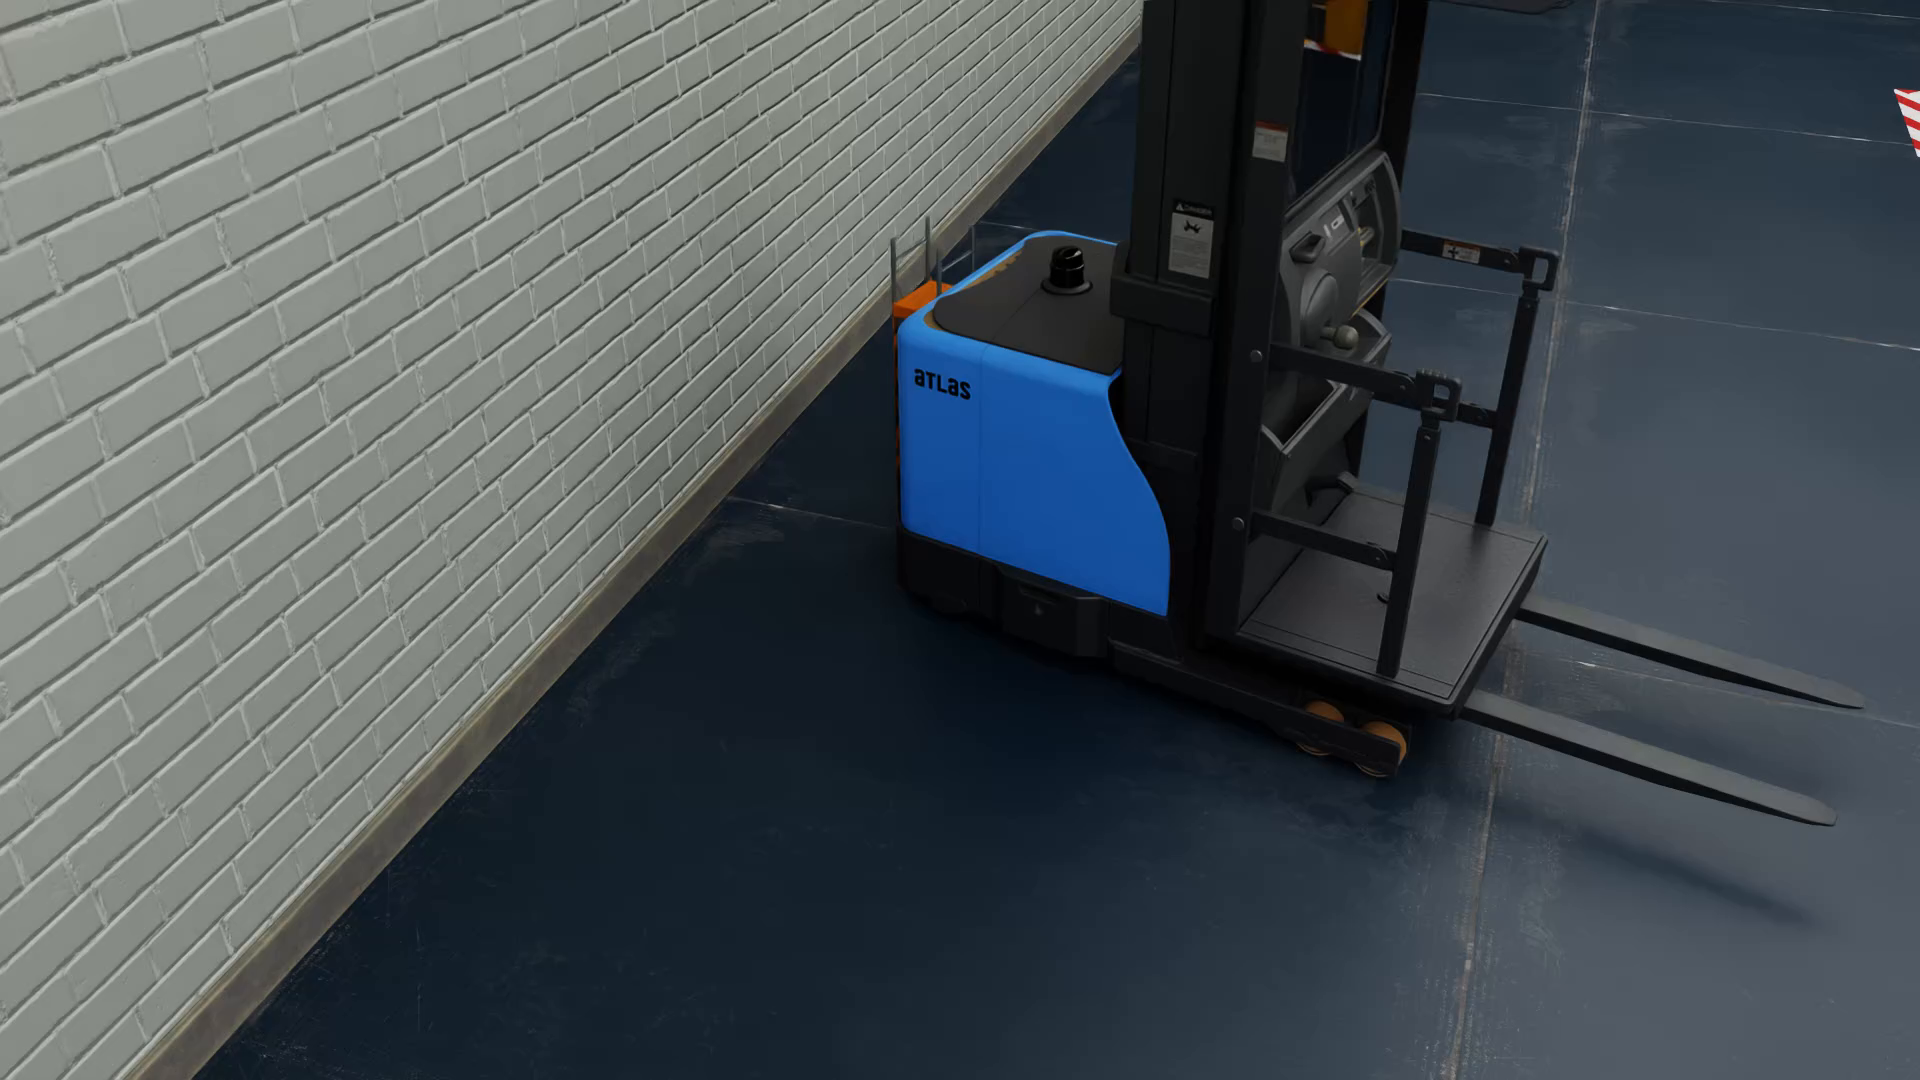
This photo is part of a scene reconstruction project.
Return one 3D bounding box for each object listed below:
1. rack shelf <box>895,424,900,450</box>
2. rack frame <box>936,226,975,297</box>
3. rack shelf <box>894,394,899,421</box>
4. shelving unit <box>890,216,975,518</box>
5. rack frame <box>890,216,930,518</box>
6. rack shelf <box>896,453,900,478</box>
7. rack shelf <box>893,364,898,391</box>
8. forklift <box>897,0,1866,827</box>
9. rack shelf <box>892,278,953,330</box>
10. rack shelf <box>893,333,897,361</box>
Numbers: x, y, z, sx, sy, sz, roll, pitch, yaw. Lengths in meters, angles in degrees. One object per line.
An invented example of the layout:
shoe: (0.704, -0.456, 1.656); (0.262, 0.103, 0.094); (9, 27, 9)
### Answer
rack shelf: (-0.092, -0.404, 6.073); (0.180, 0.103, 0.258); (18, 37, 26)
rack frame: (-0.014, -0.516, 5.944); (0.006, 1.200, 0.240); (18, 37, 26)
rack shelf: (-0.092, -0.505, 6.008); (0.180, 0.103, 0.258); (18, 37, 26)
shelving unit: (-0.092, -0.542, 5.984); (0.189, 1.200, 0.258); (18, 37, 26)
rack frame: (-0.170, -0.568, 6.024); (0.006, 1.200, 0.240); (18, 37, 26)
rack shelf: (-0.092, -0.303, 6.138); (0.180, 0.103, 0.258); (18, 37, 26)
rack shelf: (-0.092, -0.606, 5.943); (0.180, 0.103, 0.258); (18, 37, 26)
forklift: (1.306, -0.833, 4.839); (3.031, 2.935, 1.130); (18, 37, 26)
rack shelf: (-0.092, -0.807, 5.812); (0.180, 0.103, 0.258); (18, 37, 26)
rack shelf: (-0.092, -0.706, 5.877); (0.180, 0.103, 0.258); (18, 37, 26)
